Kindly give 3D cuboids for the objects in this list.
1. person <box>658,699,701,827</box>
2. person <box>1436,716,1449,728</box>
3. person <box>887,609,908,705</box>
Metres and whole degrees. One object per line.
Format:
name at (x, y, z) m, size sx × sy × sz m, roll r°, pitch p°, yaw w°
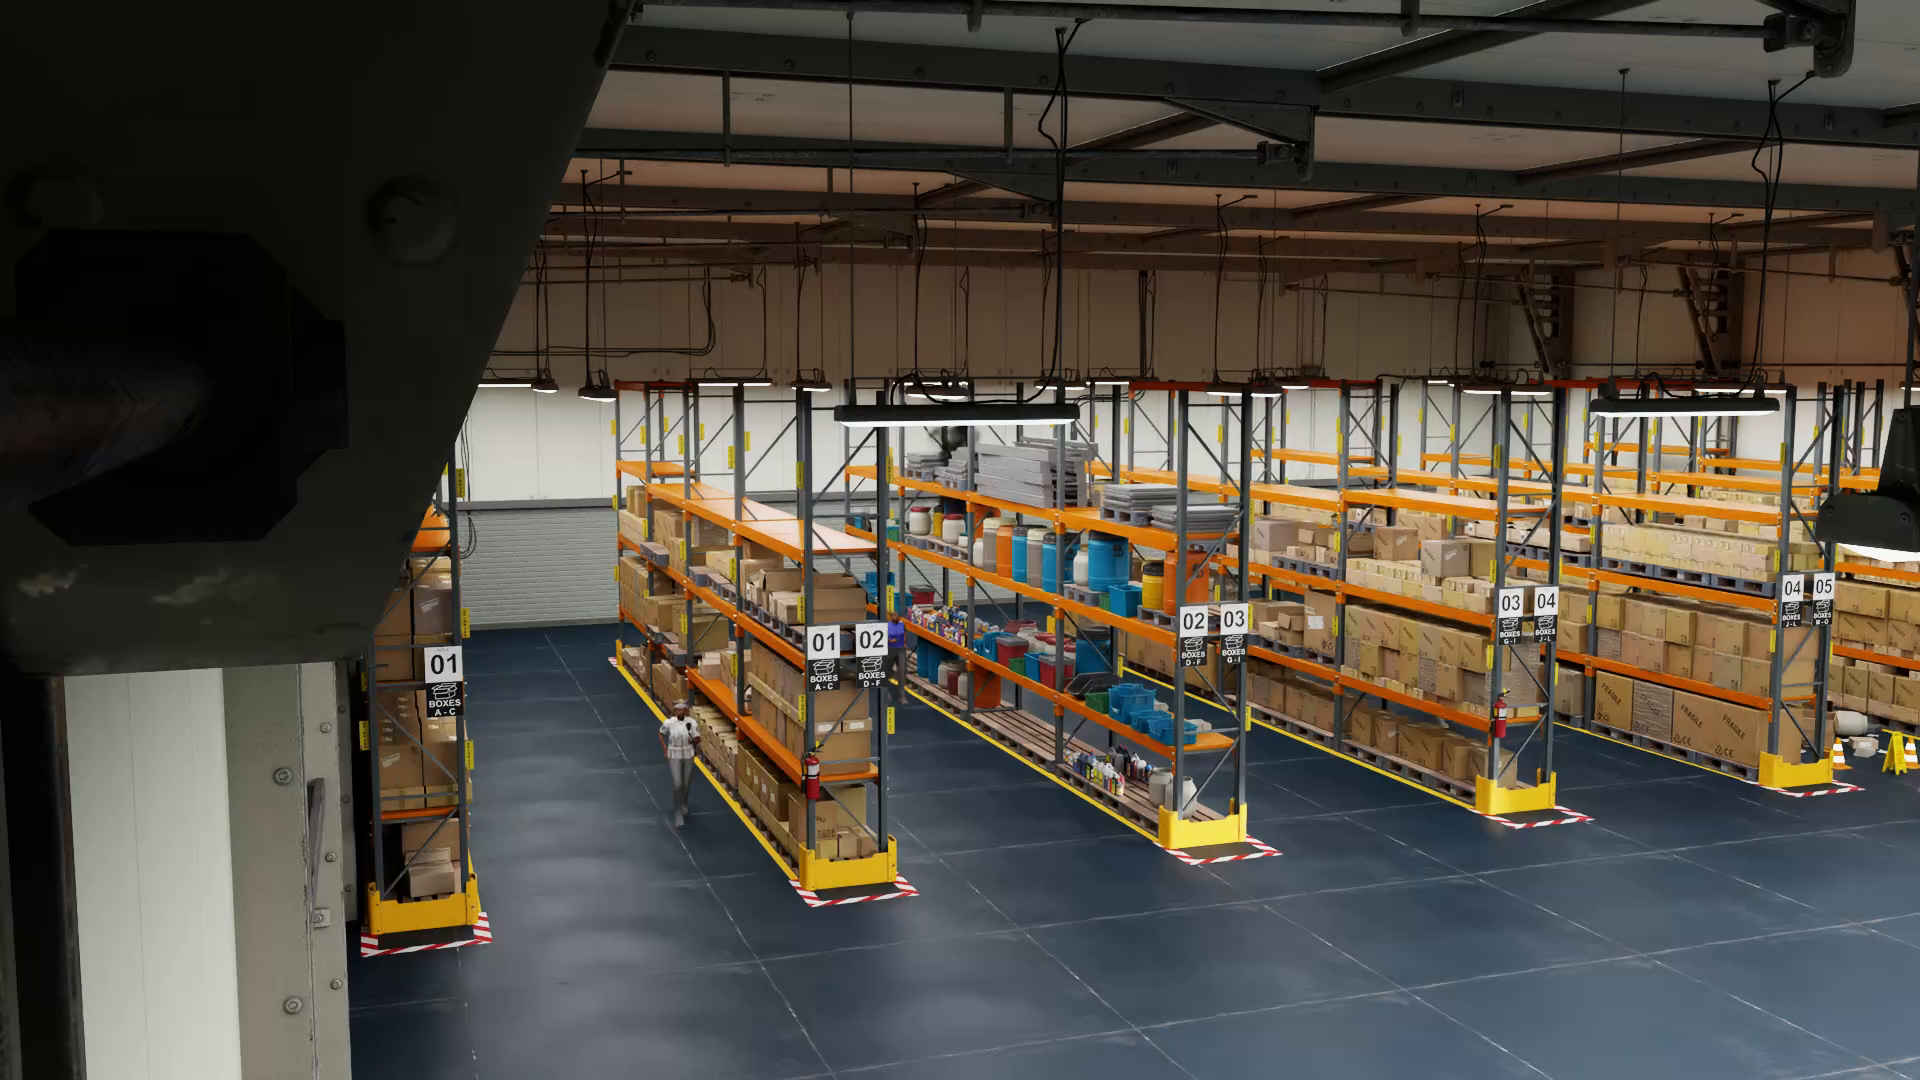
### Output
person at (-3.871, 3.053, 23.076) m, size 0.560 × 1.753 × 0.727 m, roll -2°, pitch 6°, yaw -19°
person at (8.587, 2.413, 28.991) m, size 0.688 × 1.737 × 0.647 m, roll -2°, pitch 6°, yaw -20°
person at (-1.150, 2.073, 29.591) m, size 0.575 × 1.708 × 0.842 m, roll -2°, pitch 6°, yaw -22°
